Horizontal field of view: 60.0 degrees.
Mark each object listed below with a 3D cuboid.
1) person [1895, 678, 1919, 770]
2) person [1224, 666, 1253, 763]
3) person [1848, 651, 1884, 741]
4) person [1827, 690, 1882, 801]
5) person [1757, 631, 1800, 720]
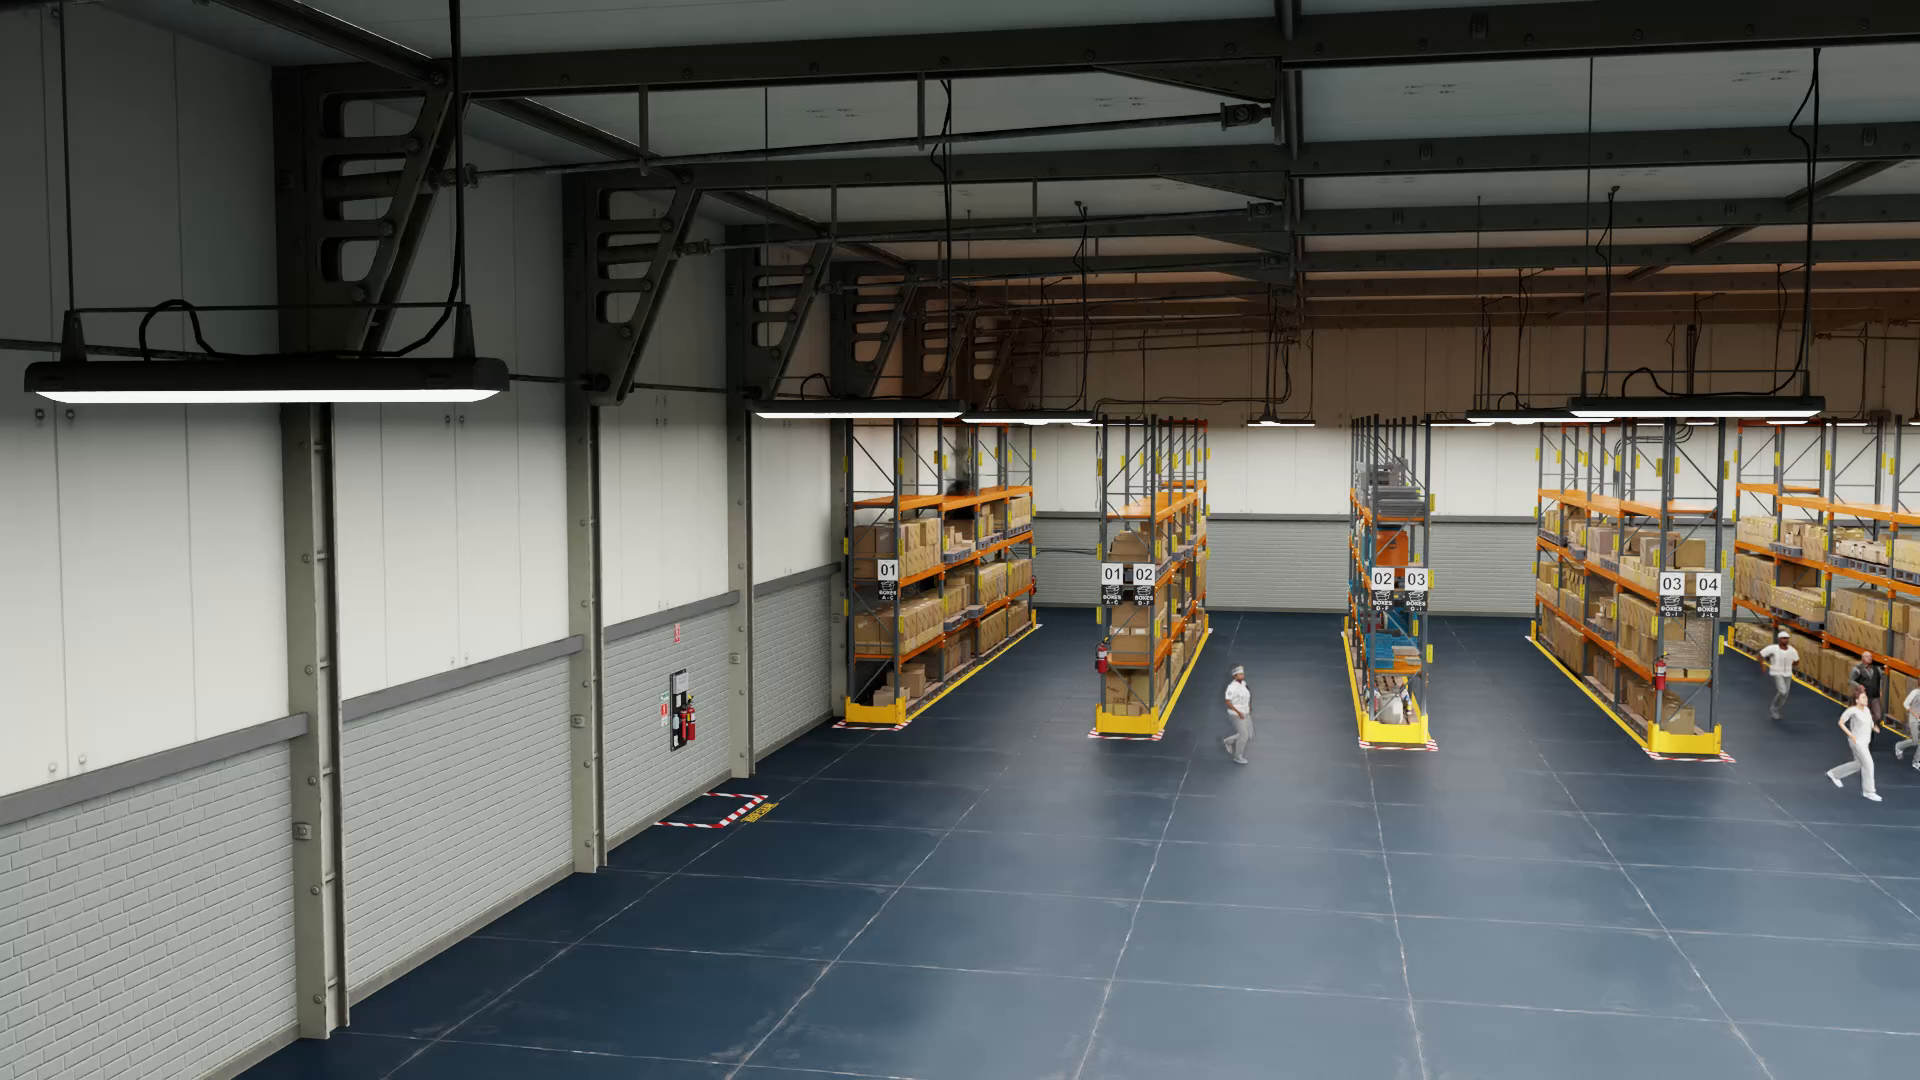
[{"bbox_3d":[16.252,3.078,28.184,0.569,1.568,0.681,-1,4,-8],"label":"person"},{"bbox_3d":[4.781,2.994,28.672,0.508,1.667,0.575,3,5,42],"label":"person"},{"bbox_3d":[16.476,2.867,30.157,0.651,1.675,0.583,1,4,9],"label":"person"},{"bbox_3d":[13.993,3.166,25.947,0.560,1.675,0.863,-2,5,-32],"label":"person"},{"bbox_3d":[16.145,2.663,32.658,0.692,1.741,0.660,0,4,-5],"label":"person"}]
